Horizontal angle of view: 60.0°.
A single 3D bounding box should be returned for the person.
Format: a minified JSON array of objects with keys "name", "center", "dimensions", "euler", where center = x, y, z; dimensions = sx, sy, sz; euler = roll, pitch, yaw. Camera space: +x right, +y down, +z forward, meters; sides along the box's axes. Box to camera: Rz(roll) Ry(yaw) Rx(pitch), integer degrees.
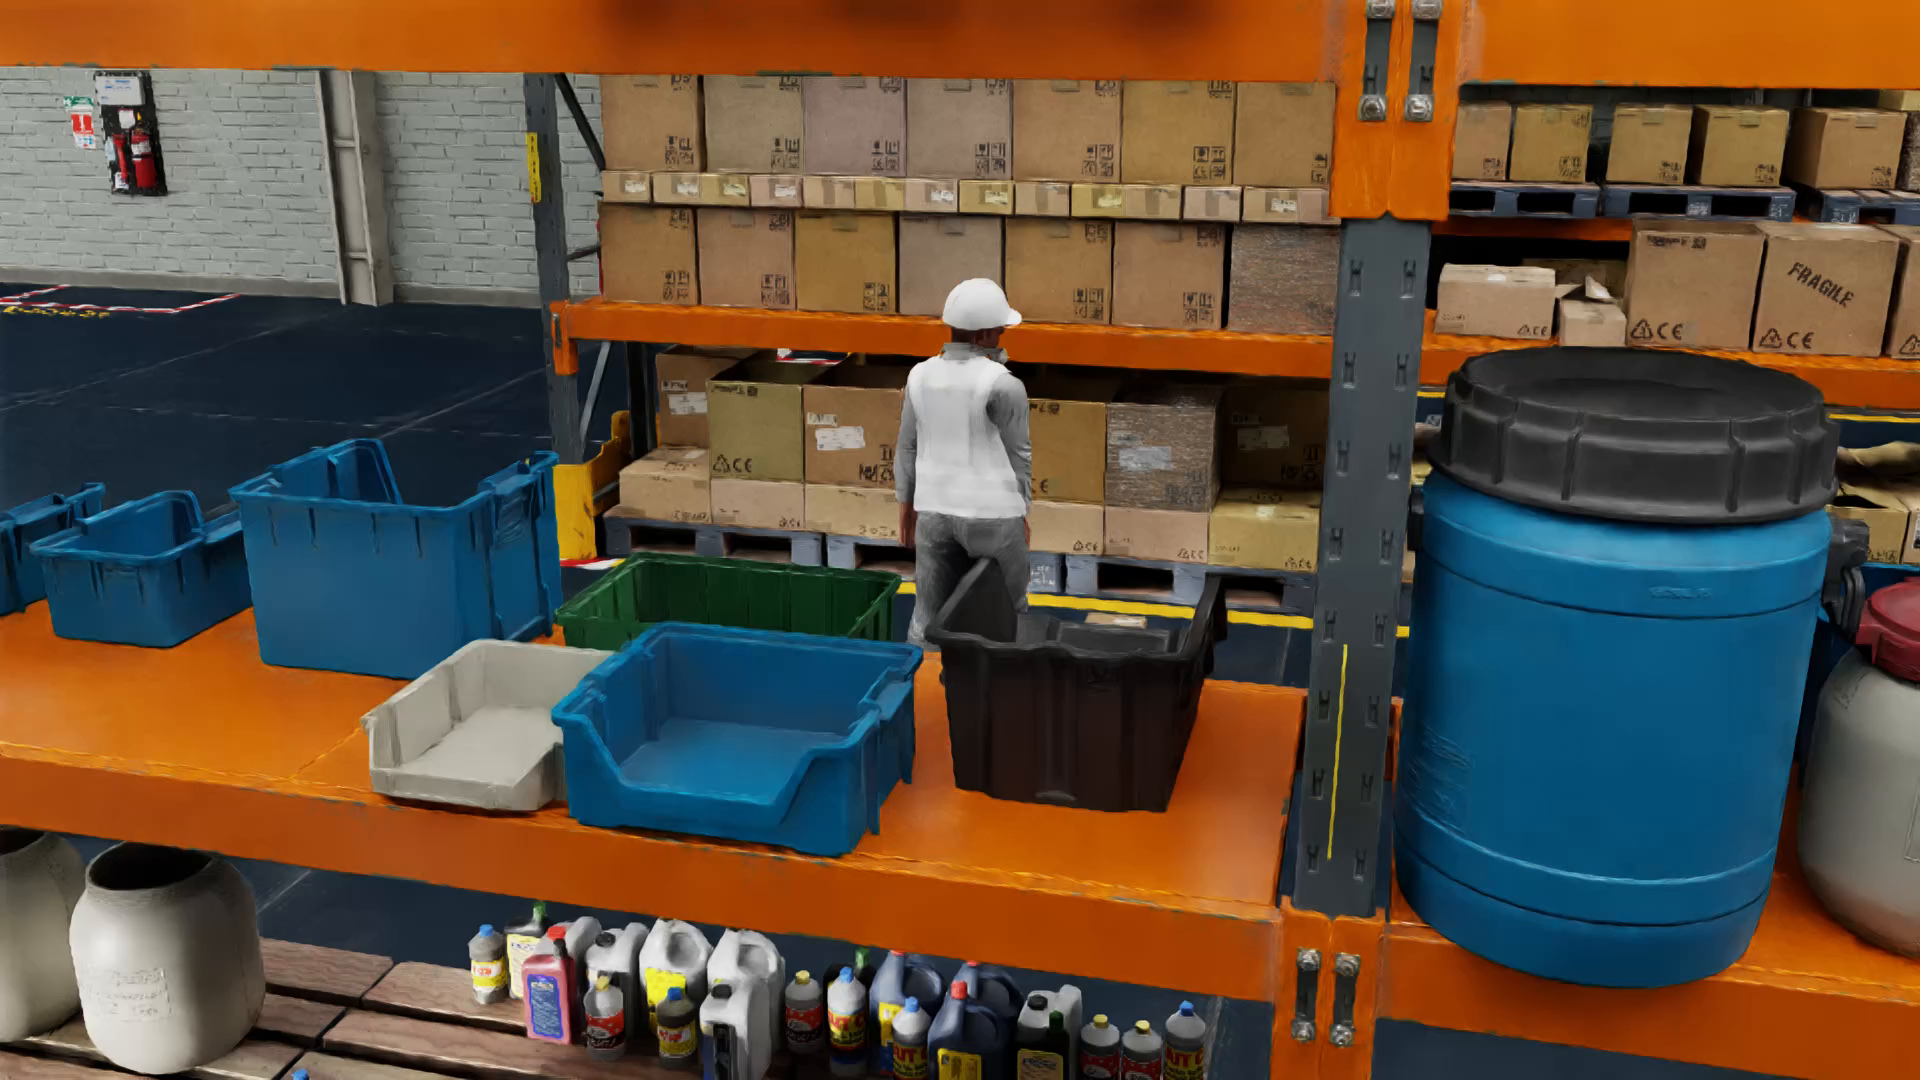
[{"name":"person","center":[0.026,-0.104,6.279],"dimensions":[0.574,1.779,0.525],"euler":[10,21,28]}]
